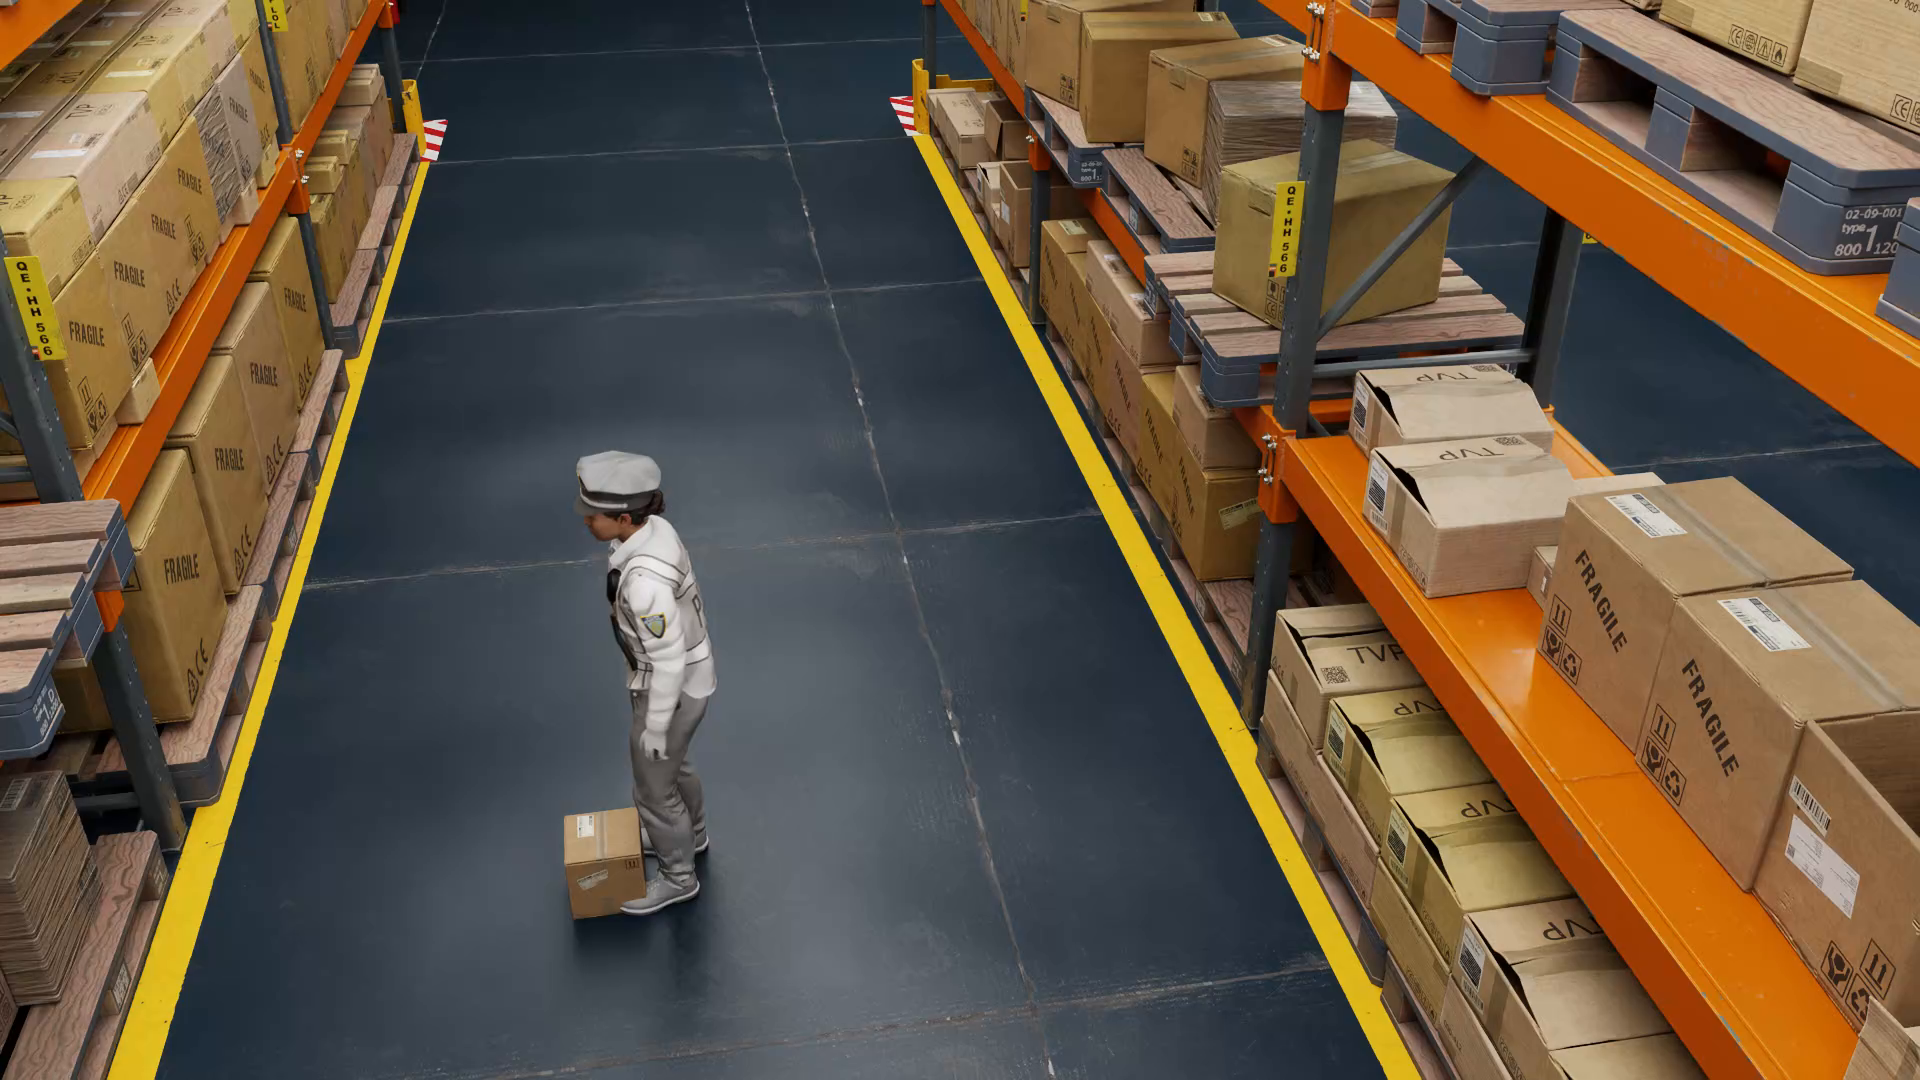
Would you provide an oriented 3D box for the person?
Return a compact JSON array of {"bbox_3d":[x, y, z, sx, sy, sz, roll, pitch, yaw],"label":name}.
[{"bbox_3d":[-0.989,0.473,5.335,0.409,1.667,0.547,-7,32,-11],"label":"person"}]
